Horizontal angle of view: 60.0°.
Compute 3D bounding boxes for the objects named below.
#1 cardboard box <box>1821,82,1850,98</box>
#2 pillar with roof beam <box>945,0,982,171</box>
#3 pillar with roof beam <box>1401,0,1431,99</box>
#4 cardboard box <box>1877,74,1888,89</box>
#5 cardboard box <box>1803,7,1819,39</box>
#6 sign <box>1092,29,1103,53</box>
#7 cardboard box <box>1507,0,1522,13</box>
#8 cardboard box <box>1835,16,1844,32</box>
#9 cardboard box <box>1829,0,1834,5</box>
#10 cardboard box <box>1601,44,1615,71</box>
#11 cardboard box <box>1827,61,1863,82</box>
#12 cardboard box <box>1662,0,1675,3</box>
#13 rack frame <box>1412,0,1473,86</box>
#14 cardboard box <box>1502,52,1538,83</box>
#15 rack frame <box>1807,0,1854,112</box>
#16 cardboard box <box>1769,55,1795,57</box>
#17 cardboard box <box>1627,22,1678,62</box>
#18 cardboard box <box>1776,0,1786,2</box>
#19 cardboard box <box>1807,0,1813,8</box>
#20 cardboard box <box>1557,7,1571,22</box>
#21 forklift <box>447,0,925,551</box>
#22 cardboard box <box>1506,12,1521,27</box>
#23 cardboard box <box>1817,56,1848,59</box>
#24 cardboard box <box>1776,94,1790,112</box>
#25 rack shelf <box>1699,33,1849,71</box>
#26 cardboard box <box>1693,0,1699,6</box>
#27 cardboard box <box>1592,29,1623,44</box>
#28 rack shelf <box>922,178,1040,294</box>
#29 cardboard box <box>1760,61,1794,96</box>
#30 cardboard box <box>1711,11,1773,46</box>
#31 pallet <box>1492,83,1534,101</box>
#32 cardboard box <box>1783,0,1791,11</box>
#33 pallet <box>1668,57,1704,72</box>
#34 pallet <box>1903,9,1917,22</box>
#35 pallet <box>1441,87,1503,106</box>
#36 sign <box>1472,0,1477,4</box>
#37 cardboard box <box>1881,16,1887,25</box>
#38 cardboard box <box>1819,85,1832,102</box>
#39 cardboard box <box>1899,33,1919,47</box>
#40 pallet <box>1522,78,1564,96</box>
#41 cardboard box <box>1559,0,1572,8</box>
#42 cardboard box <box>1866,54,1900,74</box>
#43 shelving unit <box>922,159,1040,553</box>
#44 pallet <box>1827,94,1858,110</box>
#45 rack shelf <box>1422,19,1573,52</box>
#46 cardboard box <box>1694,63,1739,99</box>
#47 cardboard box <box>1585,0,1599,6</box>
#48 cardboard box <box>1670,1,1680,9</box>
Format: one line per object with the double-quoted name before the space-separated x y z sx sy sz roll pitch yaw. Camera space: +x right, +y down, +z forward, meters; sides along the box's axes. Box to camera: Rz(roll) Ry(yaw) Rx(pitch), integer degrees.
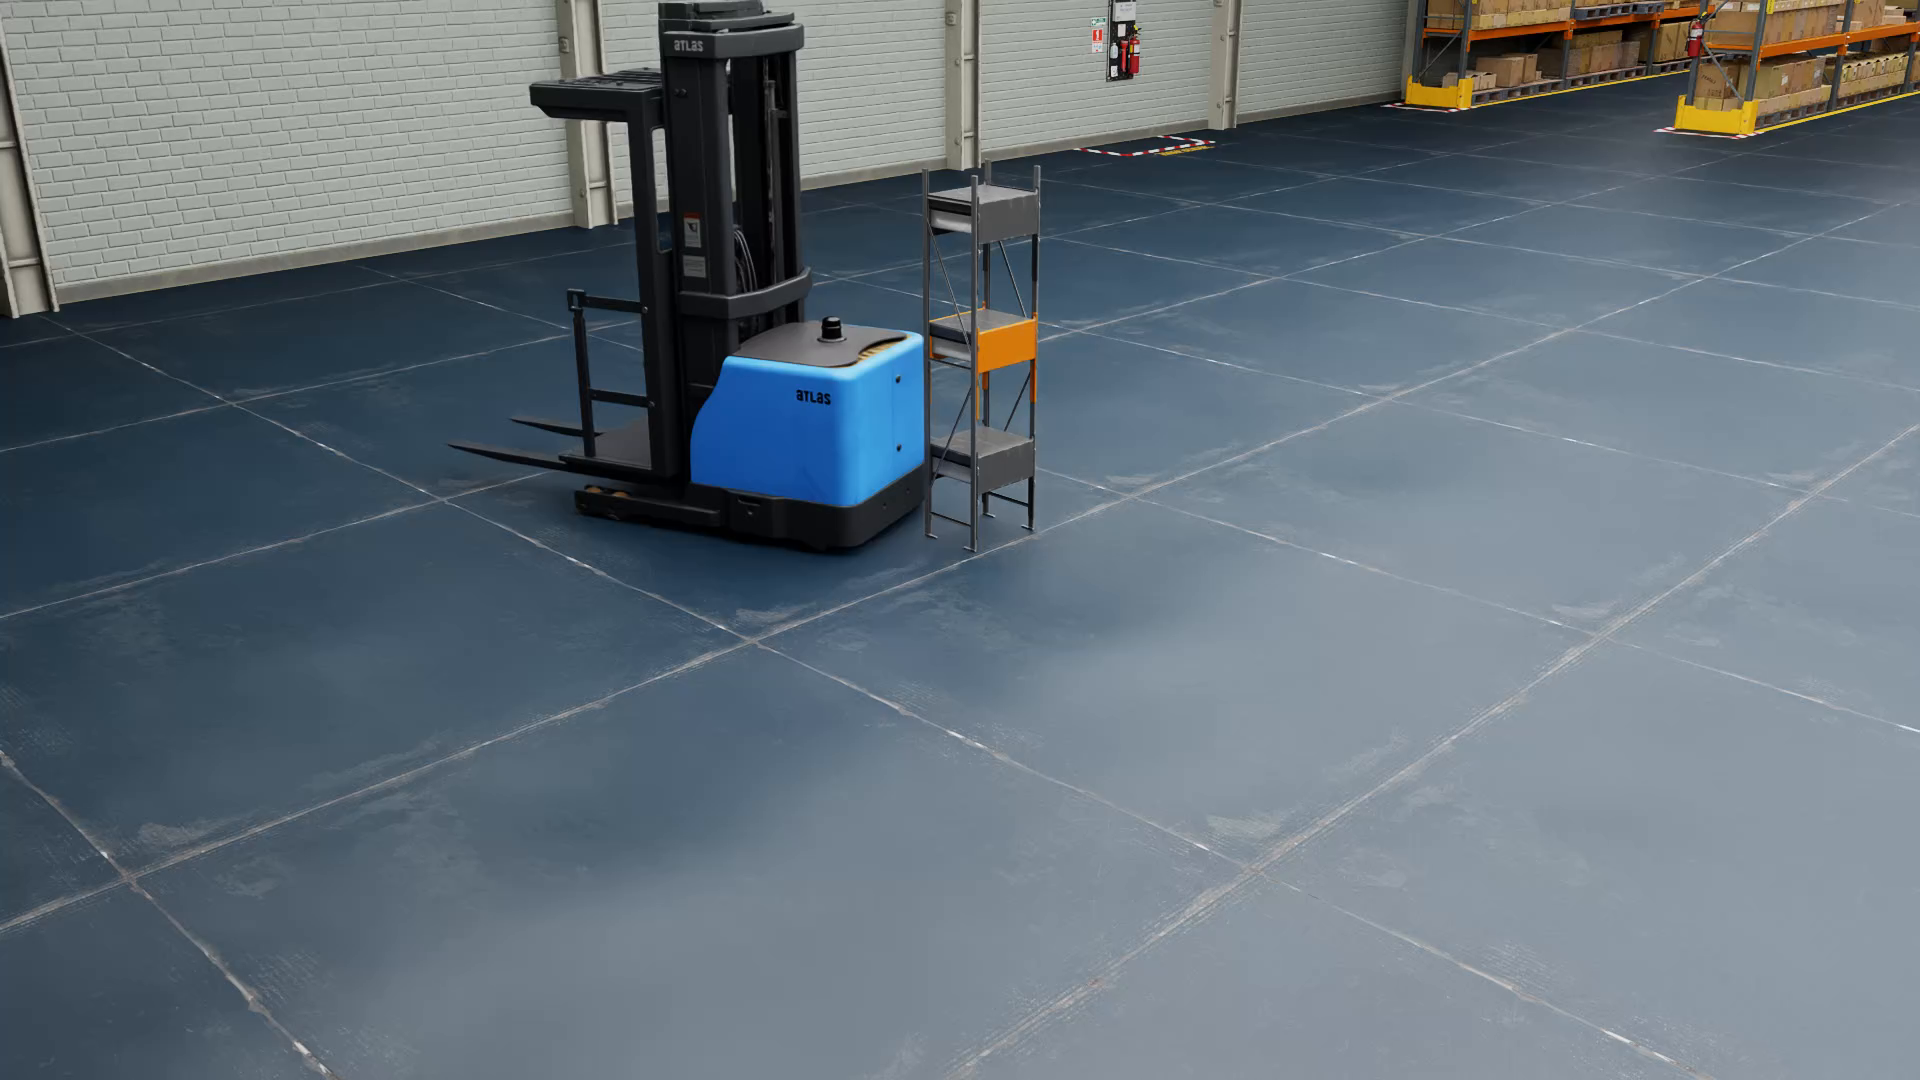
"cardboard box" 15.350 -7.961 29.352 0.500 0.250 0.500 18 28 39
"pillar with roof beam" 3.131 -8.252 18.500 9.100 9.000 0.400 19 28 41
"pillar with roof beam" 11.502 -11.336 26.526 9.100 9.000 0.400 19 28 41
"cardboard box" 16.779 -8.489 30.727 0.500 0.250 0.500 -19 28 -41
"cardboard box" 13.870 -8.672 27.817 0.500 0.500 0.700 -20 28 -41
"sign" 2.021 -7.346 24.456 0.001 0.329 0.234 19 28 41
"cardboard box" 9.814 -9.810 30.052 0.500 0.500 0.500 18 27 39
"cardboard box" 15.203 -9.074 29.210 0.500 0.250 0.500 -18 27 -39
"cardboard box" 14.500 -9.101 28.029 0.380 0.149 0.250 18 28 39
"cardboard box" 12.896 -9.876 33.959 0.700 0.500 0.500 19 28 40
"cardboard box" 15.711 -8.352 29.589 0.500 0.311 0.500 19 28 40
"cardboard box" 14.652 -11.529 34.807 0.500 0.500 0.500 -19 28 -40
"rack frame" 8.549 -9.217 29.374 1.000 3.000 0.127 19 28 41
"cardboard box" 10.644 -9.007 31.698 0.500 0.500 0.500 17 27 37
"rack frame" 14.891 -9.006 28.826 1.000 3.000 0.127 19 28 41
"cardboard box" 14.000 -8.098 28.663 0.500 0.500 0.500 19 28 41
"cardboard box" 14.737 -10.622 35.441 0.750 0.750 0.750 19 28 40
"cardboard box" 12.836 -8.897 26.594 0.700 0.500 0.500 18 28 39
"cardboard box" 13.785 -8.837 27.342 0.250 0.149 0.380 -19 28 -40
"cardboard box" 11.226 -9.987 31.558 0.500 0.250 0.500 19 28 41
"forklift" -1.741 -1.646 9.773 3.031 2.935 1.130 10 23 23
"cardboard box" 9.829 -9.469 30.210 0.500 0.250 0.500 19 28 40
"cardboard box" 16.030 -8.748 30.619 0.500 0.311 0.500 19 28 40
"cardboard box" 13.330 -7.231 27.453 0.500 0.250 0.500 19 28 41
"rack shelf" 13.496 -8.156 27.617 1.077 0.370 4.000 19 28 41
"cardboard box" 15.776 -11.655 36.039 0.250 0.149 0.380 -19 28 -40
"cardboard box" 13.222 -10.333 34.103 0.500 0.250 0.500 -20 28 -41
"rack shelf" 0.115 -1.663 9.062 0.431 0.518 0.480 19 28 41
"cardboard box" 13.321 -7.584 27.326 0.500 0.500 0.500 19 28 41
"cardboard box" 12.436 -8.142 26.437 0.700 0.500 0.500 19 28 41
"pallet" 10.045 -8.447 31.257 1.003 0.211 1.213 19 28 41
"cardboard box" 13.064 -8.571 26.650 0.380 0.149 0.250 19 28 40
"pallet" 15.585 -10.468 36.514 1.003 0.211 1.213 19 28 41
"pallet" 18.104 -10.137 32.034 1.213 0.211 1.003 19 28 41
"pallet" 9.194 -8.135 30.445 1.003 0.211 1.213 19 28 41
"sign" 8.938 -9.485 28.865 0.100 0.325 0.005 19 28 41
"cardboard box" 16.832 -9.575 30.656 0.250 0.149 0.380 -18 27 -38
"cardboard box" 14.724 -7.745 28.791 0.500 0.250 0.500 19 28 41
"cardboard box" 18.913 -10.002 33.242 0.500 0.250 0.500 19 28 40
"pallet" 10.896 -8.762 32.077 1.003 0.211 1.213 19 28 41
"cardboard box" 11.231 -10.336 31.420 0.500 0.500 0.500 19 28 41
"cardboard box" 17.135 -8.877 30.956 0.500 0.311 0.500 19 28 40
"shelving unit" 0.115 -1.023 9.309 0.431 2.100 0.503 19 28 41
"pallet" 15.377 -7.904 29.844 1.003 0.211 1.213 19 28 41
"rack shelf" 9.944 -9.395 30.840 1.077 0.370 4.000 19 28 41
"cardboard box" 12.262 -7.453 26.986 0.500 0.500 0.500 19 28 41
"cardboard box" 12.114 -10.761 32.639 0.500 0.500 0.700 -17 27 -37
"cardboard box" 14.954 -11.302 35.120 0.250 0.149 0.380 -19 28 -40
